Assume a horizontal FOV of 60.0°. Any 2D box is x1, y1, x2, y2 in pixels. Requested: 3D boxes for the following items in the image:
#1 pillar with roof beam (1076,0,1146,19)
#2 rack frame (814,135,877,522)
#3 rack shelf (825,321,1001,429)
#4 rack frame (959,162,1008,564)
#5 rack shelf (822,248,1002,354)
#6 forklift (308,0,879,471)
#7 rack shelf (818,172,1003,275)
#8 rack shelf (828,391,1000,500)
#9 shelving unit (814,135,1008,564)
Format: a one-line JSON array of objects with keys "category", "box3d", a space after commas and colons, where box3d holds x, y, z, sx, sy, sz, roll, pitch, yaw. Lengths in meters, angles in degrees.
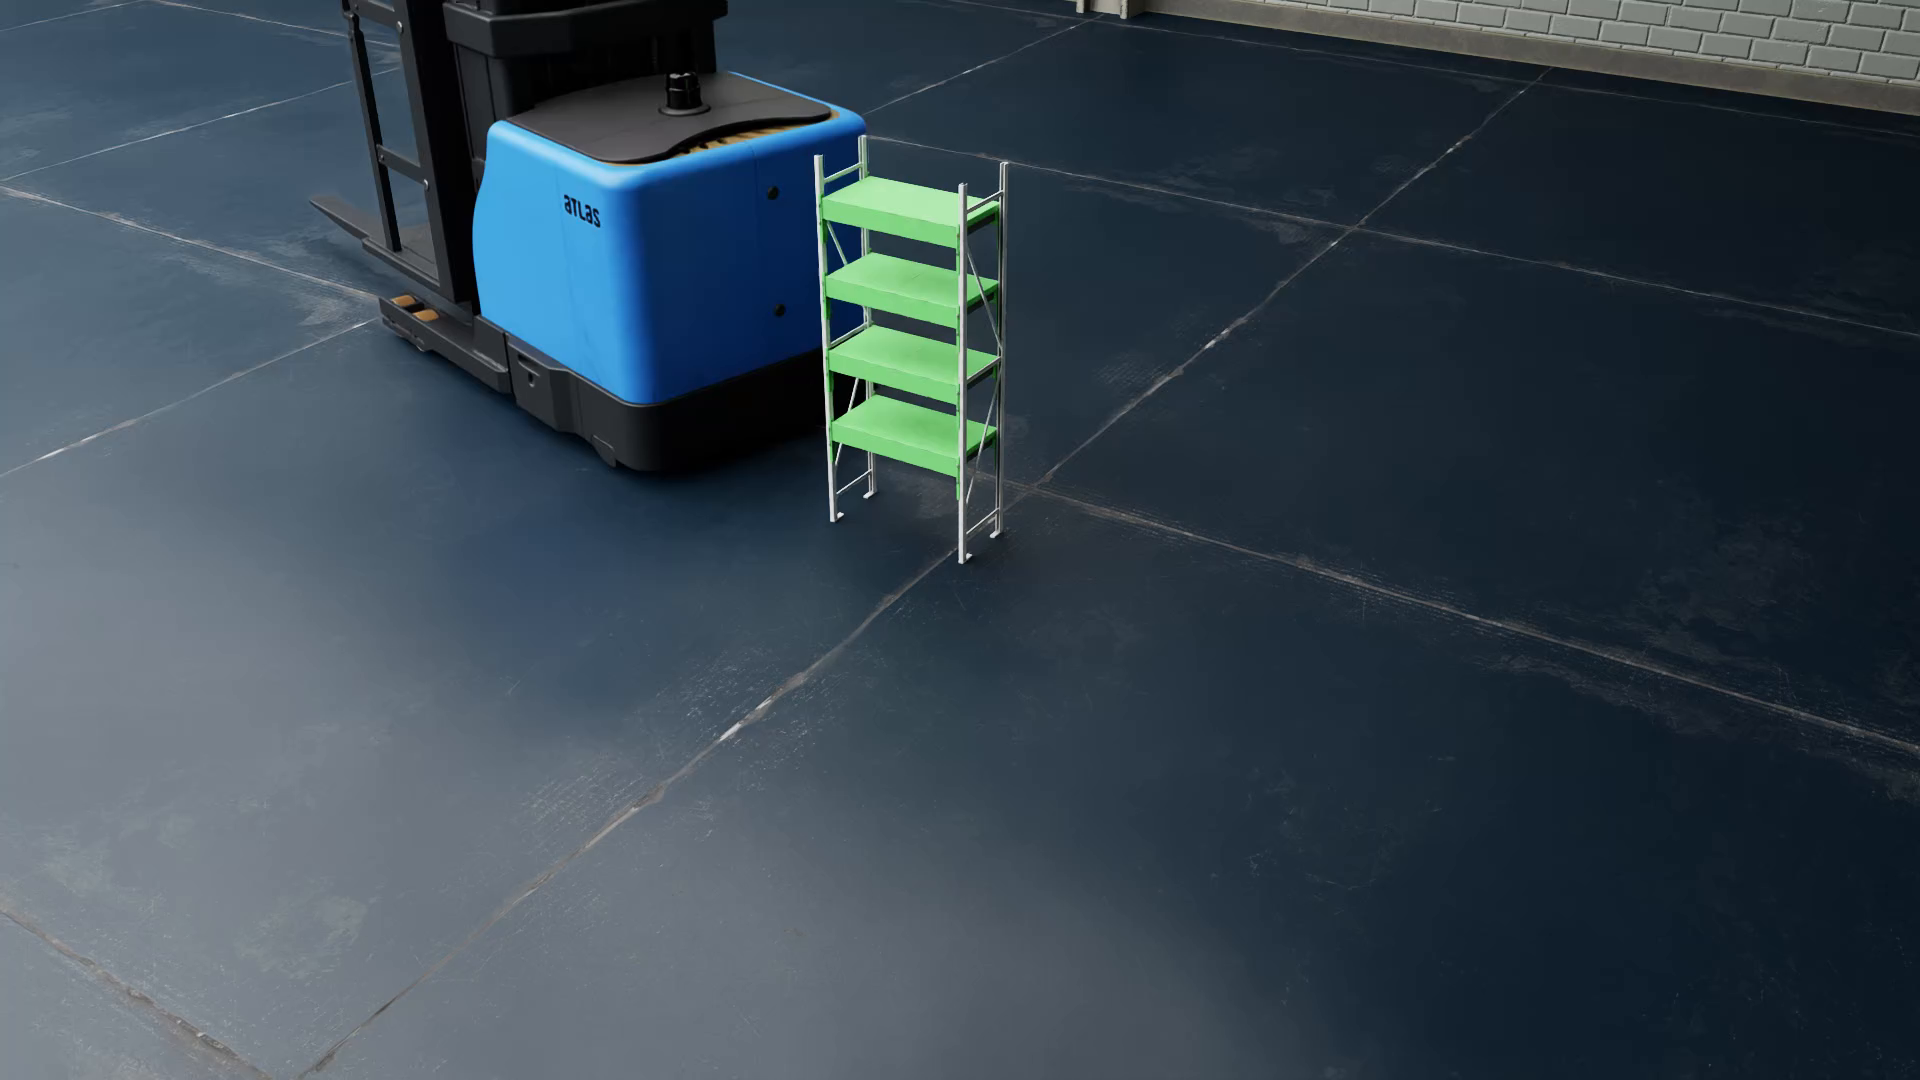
[{"category": "pillar with roof beam", "box3d": [-1.235, -5.722, 6.128, 0.400, 9.000, 9.100, 18, 35, 27]}, {"category": "rack frame", "box3d": [-0.347, -0.628, 5.136, 0.015, 1.200, 0.240, 18, 35, 27]}, {"category": "rack shelf", "box3d": [-0.140, -0.507, 5.056, 0.480, 0.148, 0.258, 18, 35, 27]}, {"category": "rack frame", "box3d": [0.066, -0.497, 4.912, 0.015, 1.200, 0.240, 18, 35, 27]}, {"category": "rack shelf", "box3d": [-0.140, -0.715, 4.935, 0.480, 0.148, 0.258, 18, 35, 27]}, {"category": "forklift", "box3d": [-1.655, -2.151, 6.029, 1.130, 2.935, 3.031, -24, 38, -35]}, {"category": "rack shelf", "box3d": [-0.140, -0.922, 4.814, 0.480, 0.148, 0.258, 18, 35, 27]}, {"category": "rack shelf", "box3d": [-0.140, -0.300, 5.177, 0.480, 0.148, 0.258, 18, 35, 27]}, {"category": "shelving unit", "box3d": [-0.140, -0.563, 5.024, 0.503, 1.200, 0.258, 18, 35, 27]}]
